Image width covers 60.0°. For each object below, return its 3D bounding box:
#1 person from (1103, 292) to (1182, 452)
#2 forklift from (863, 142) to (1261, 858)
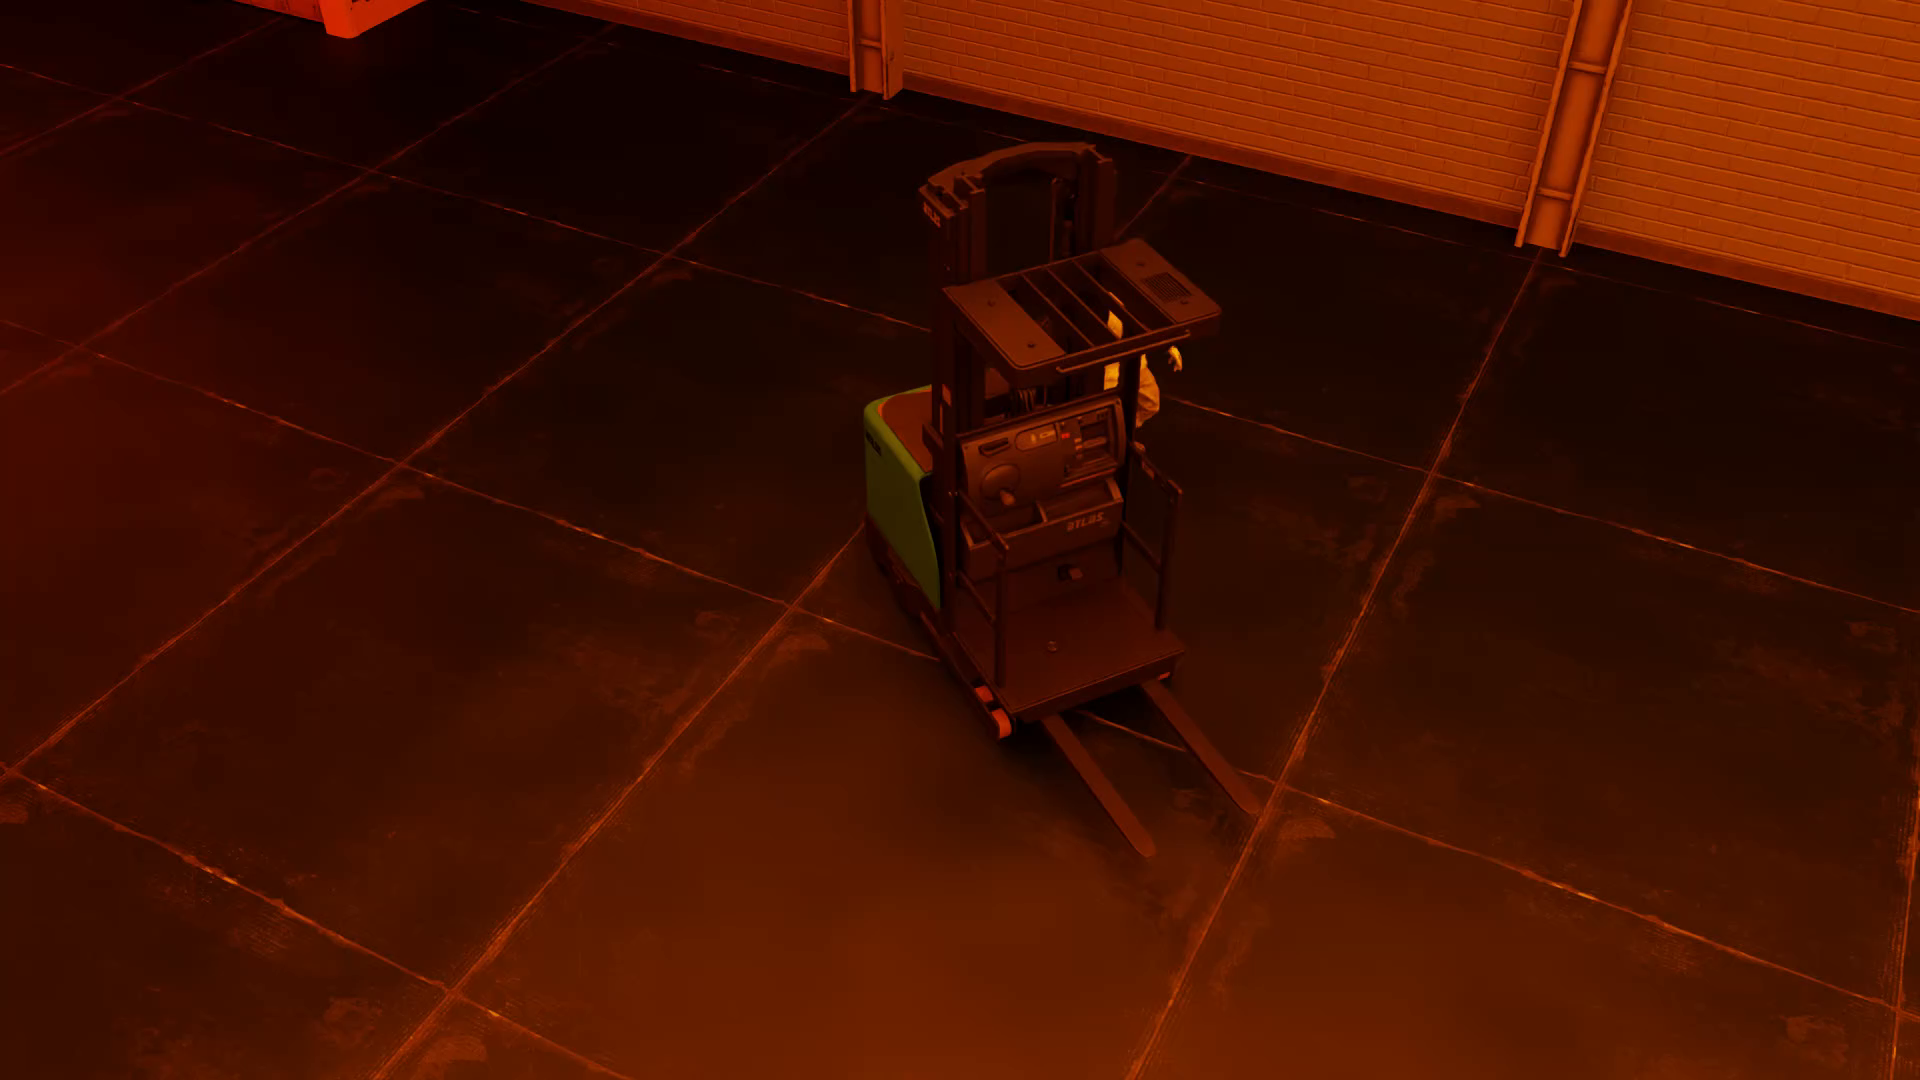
[{"bbox_3d":[0.971,-1.050,10.223,0.949,1.685,0.556,-29,48,-30],"label":"person"},{"bbox_3d":[0.534,-0.374,8.431,1.130,2.935,3.031,-18,43,-20],"label":"forklift"}]
